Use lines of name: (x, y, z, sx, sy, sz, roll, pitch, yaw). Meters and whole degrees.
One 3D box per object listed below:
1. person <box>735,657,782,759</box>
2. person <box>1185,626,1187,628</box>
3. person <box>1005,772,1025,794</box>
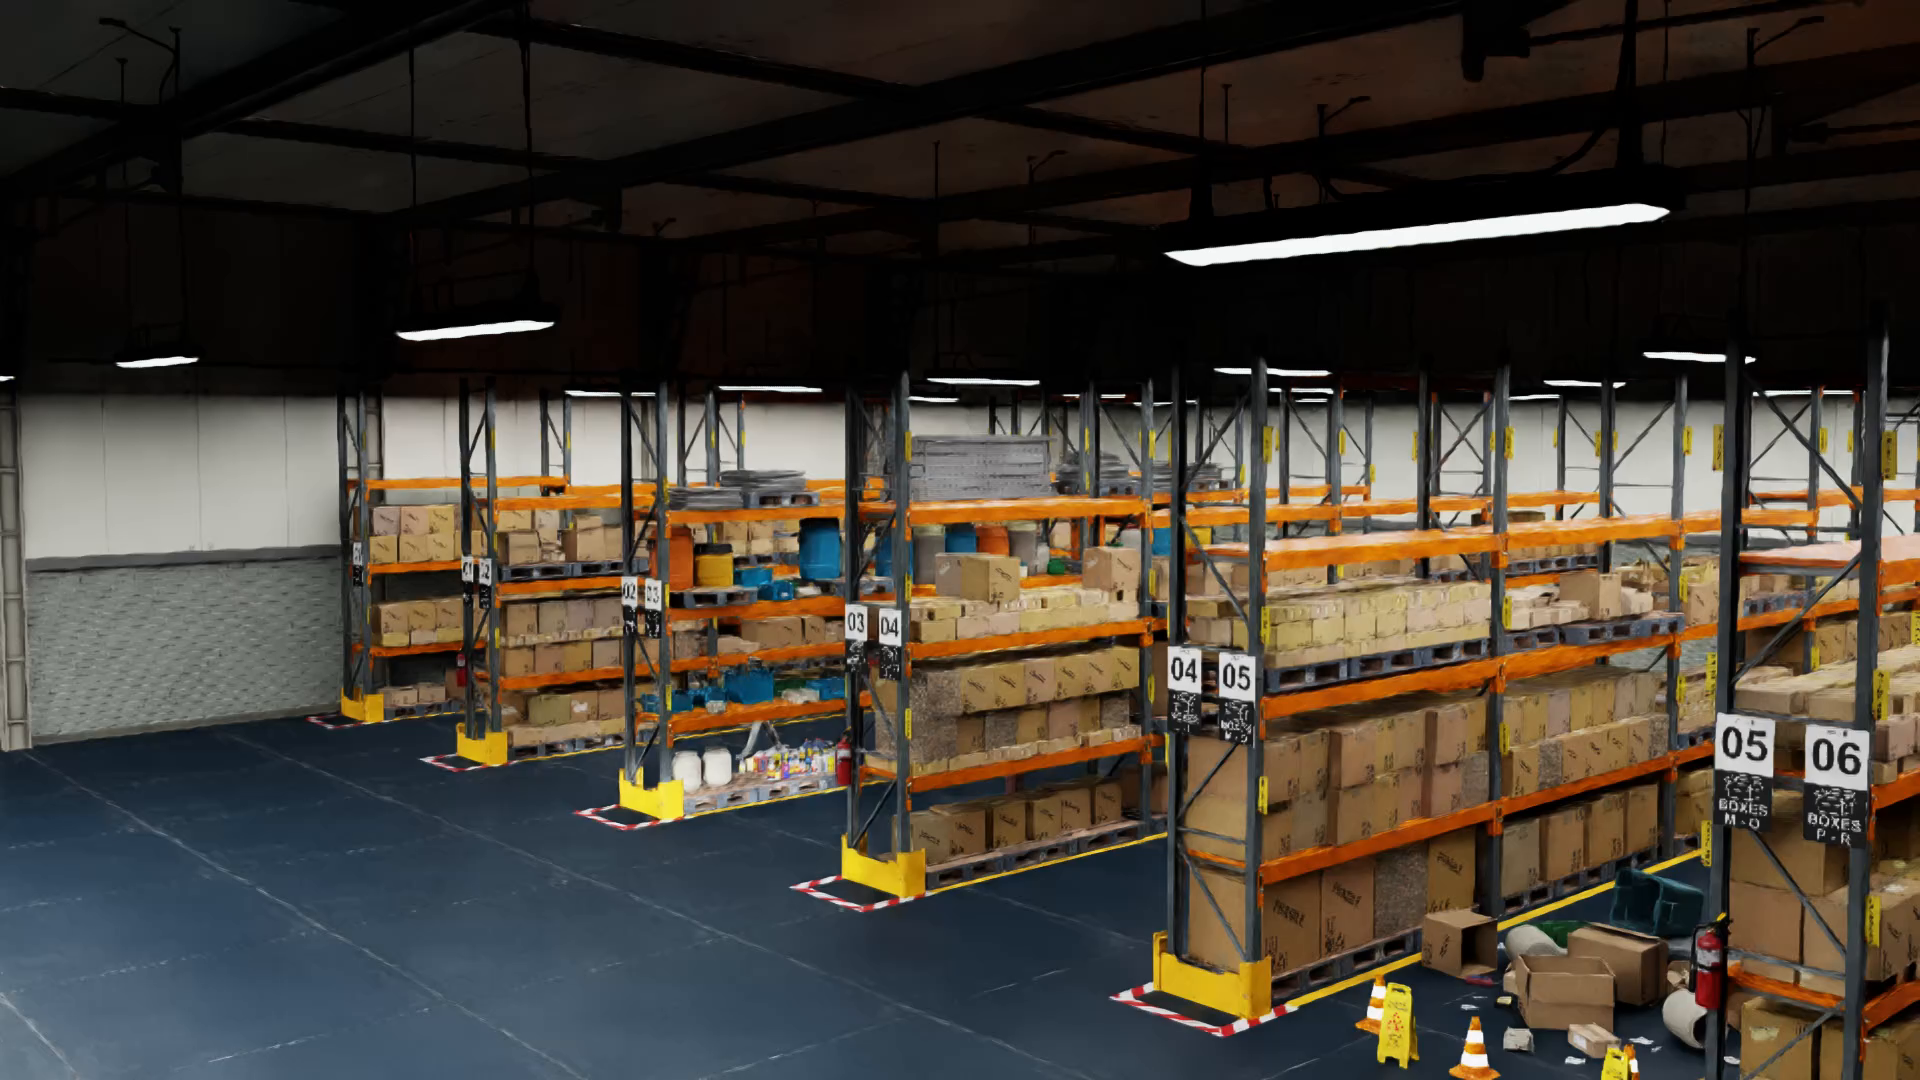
person: (-3.214, 2.620, 26.268, 1.075, 1.585, 0.498, -4, 5, -44)
person: (5.403, 1.810, 38.858, 0.990, 1.572, 0.444, -2, 4, -32)
person: (0.727, 2.852, 22.305, 0.657, 1.663, 0.597, -2, 4, -30)
